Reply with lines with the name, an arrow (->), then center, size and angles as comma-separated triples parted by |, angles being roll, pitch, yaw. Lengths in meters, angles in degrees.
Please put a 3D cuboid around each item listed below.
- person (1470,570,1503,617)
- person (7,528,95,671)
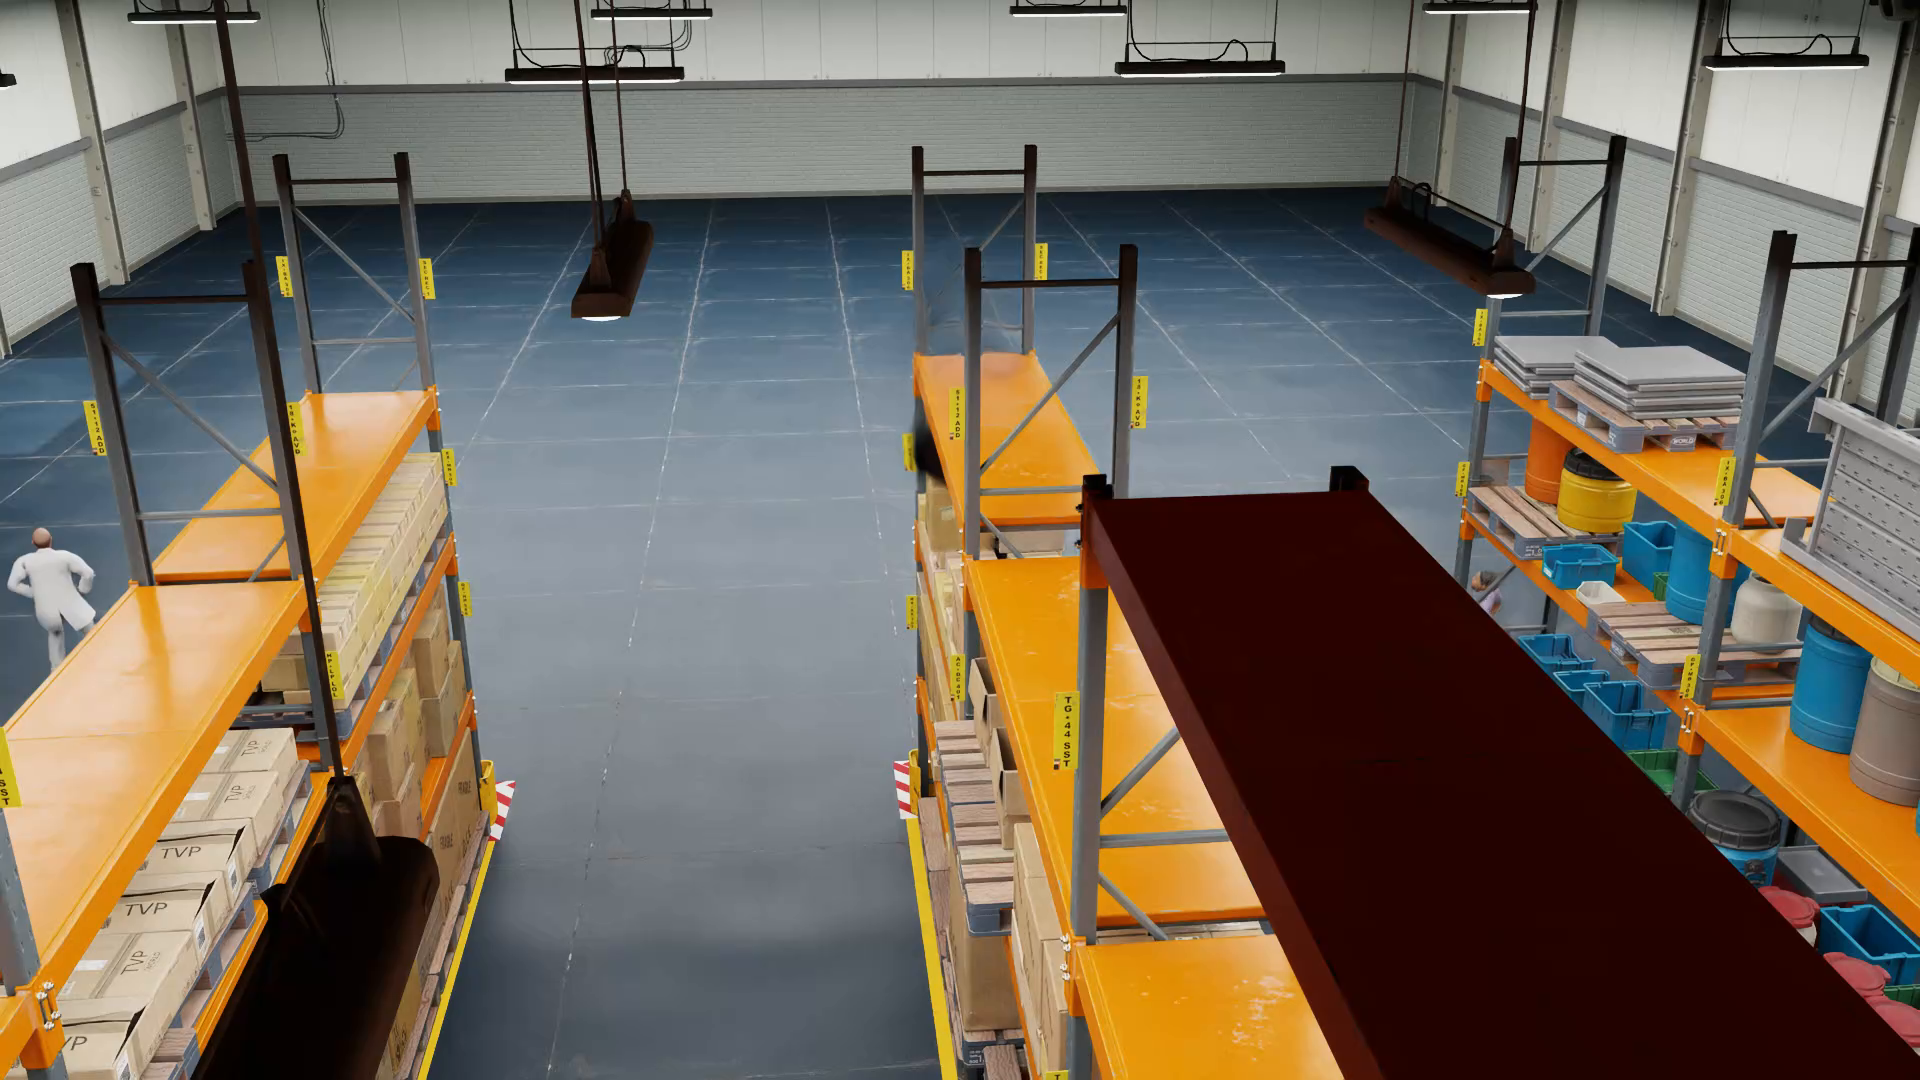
person -> 5.241, 1.021, 16.958 | 0.523, 1.576, 0.663 | 9, 23, 22
person -> -9.444, 0.718, 17.529 | 0.921, 1.782, 0.791 | -11, 24, -25
